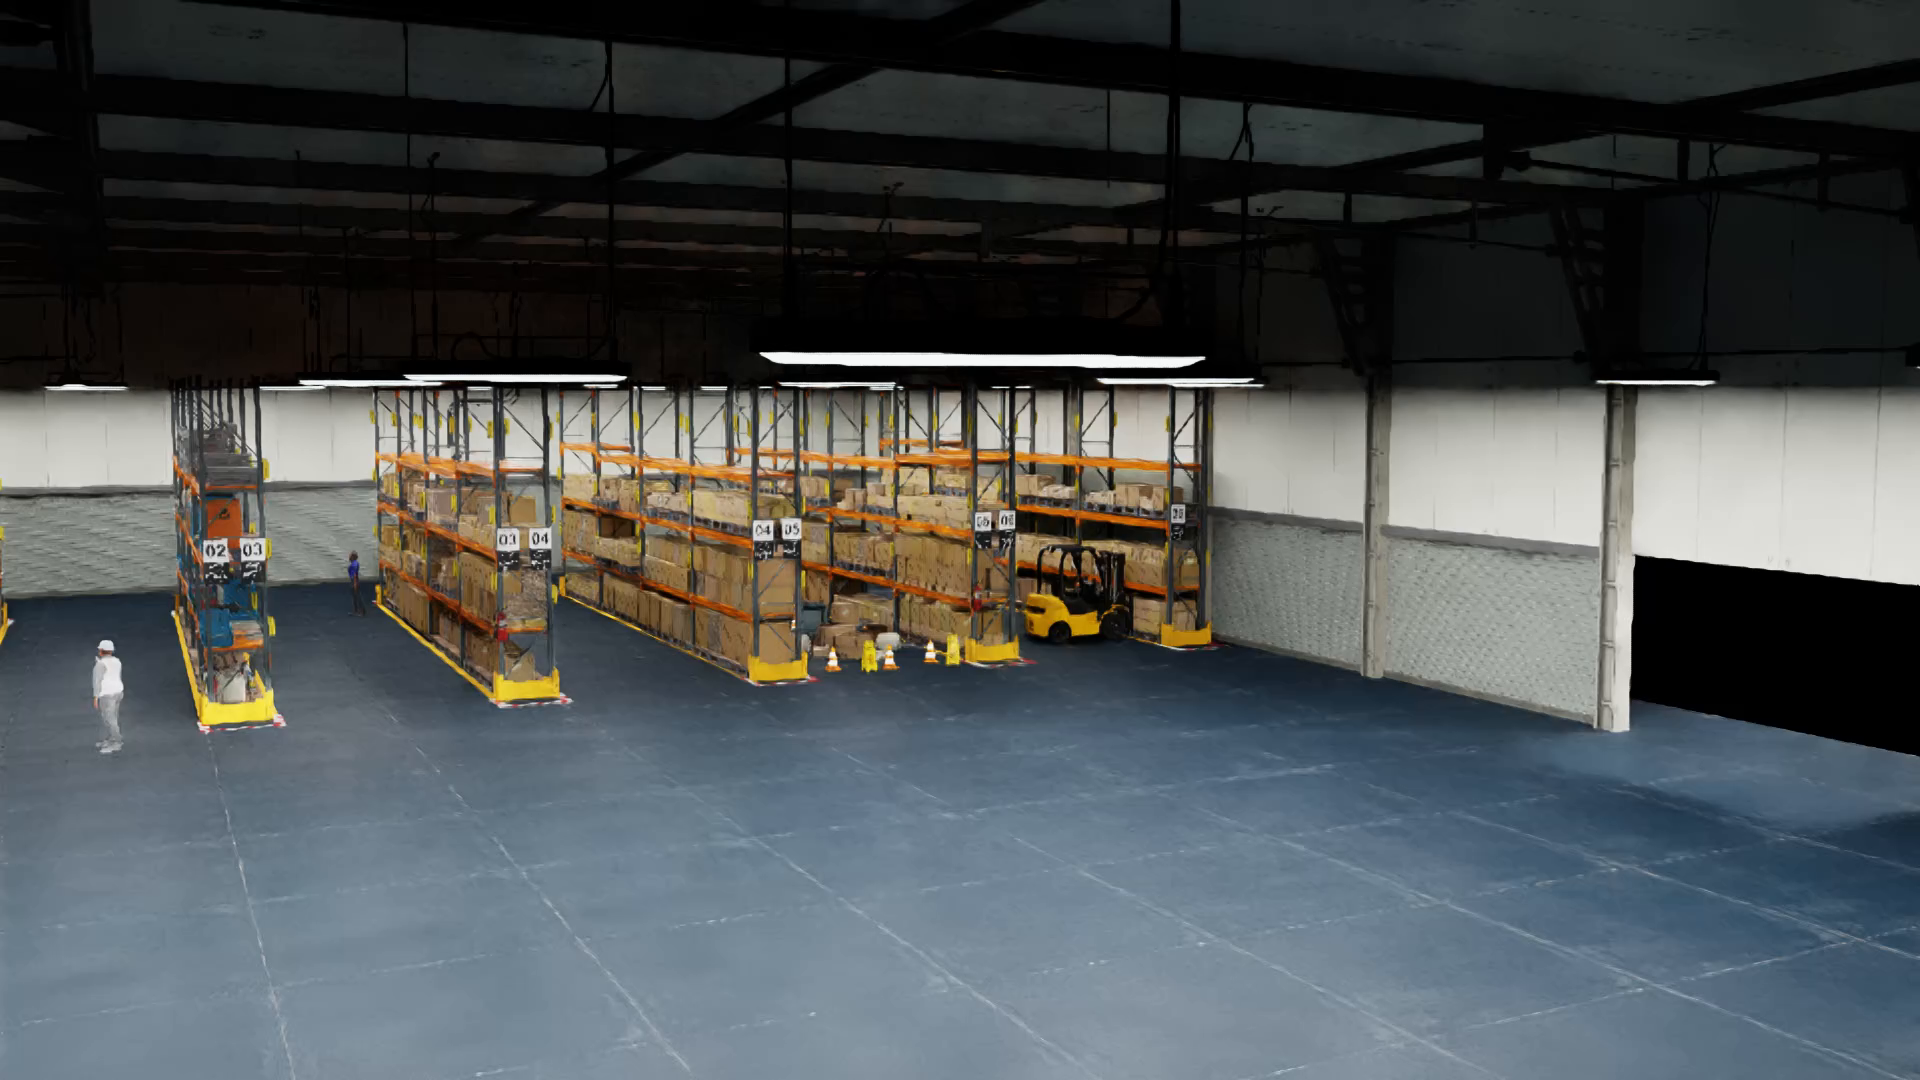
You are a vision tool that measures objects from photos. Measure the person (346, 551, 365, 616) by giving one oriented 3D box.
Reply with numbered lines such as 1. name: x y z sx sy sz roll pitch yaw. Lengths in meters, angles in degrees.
1. person: -15.497 1.115 42.571 0.478 1.634 0.642 -2 5 -17

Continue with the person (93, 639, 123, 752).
1. person: -13.626 2.467 26.548 0.569 1.766 0.628 0 5 4

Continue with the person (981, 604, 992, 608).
1. person: 0.548 1.167 41.692 0.569 1.668 0.559 0 5 2
